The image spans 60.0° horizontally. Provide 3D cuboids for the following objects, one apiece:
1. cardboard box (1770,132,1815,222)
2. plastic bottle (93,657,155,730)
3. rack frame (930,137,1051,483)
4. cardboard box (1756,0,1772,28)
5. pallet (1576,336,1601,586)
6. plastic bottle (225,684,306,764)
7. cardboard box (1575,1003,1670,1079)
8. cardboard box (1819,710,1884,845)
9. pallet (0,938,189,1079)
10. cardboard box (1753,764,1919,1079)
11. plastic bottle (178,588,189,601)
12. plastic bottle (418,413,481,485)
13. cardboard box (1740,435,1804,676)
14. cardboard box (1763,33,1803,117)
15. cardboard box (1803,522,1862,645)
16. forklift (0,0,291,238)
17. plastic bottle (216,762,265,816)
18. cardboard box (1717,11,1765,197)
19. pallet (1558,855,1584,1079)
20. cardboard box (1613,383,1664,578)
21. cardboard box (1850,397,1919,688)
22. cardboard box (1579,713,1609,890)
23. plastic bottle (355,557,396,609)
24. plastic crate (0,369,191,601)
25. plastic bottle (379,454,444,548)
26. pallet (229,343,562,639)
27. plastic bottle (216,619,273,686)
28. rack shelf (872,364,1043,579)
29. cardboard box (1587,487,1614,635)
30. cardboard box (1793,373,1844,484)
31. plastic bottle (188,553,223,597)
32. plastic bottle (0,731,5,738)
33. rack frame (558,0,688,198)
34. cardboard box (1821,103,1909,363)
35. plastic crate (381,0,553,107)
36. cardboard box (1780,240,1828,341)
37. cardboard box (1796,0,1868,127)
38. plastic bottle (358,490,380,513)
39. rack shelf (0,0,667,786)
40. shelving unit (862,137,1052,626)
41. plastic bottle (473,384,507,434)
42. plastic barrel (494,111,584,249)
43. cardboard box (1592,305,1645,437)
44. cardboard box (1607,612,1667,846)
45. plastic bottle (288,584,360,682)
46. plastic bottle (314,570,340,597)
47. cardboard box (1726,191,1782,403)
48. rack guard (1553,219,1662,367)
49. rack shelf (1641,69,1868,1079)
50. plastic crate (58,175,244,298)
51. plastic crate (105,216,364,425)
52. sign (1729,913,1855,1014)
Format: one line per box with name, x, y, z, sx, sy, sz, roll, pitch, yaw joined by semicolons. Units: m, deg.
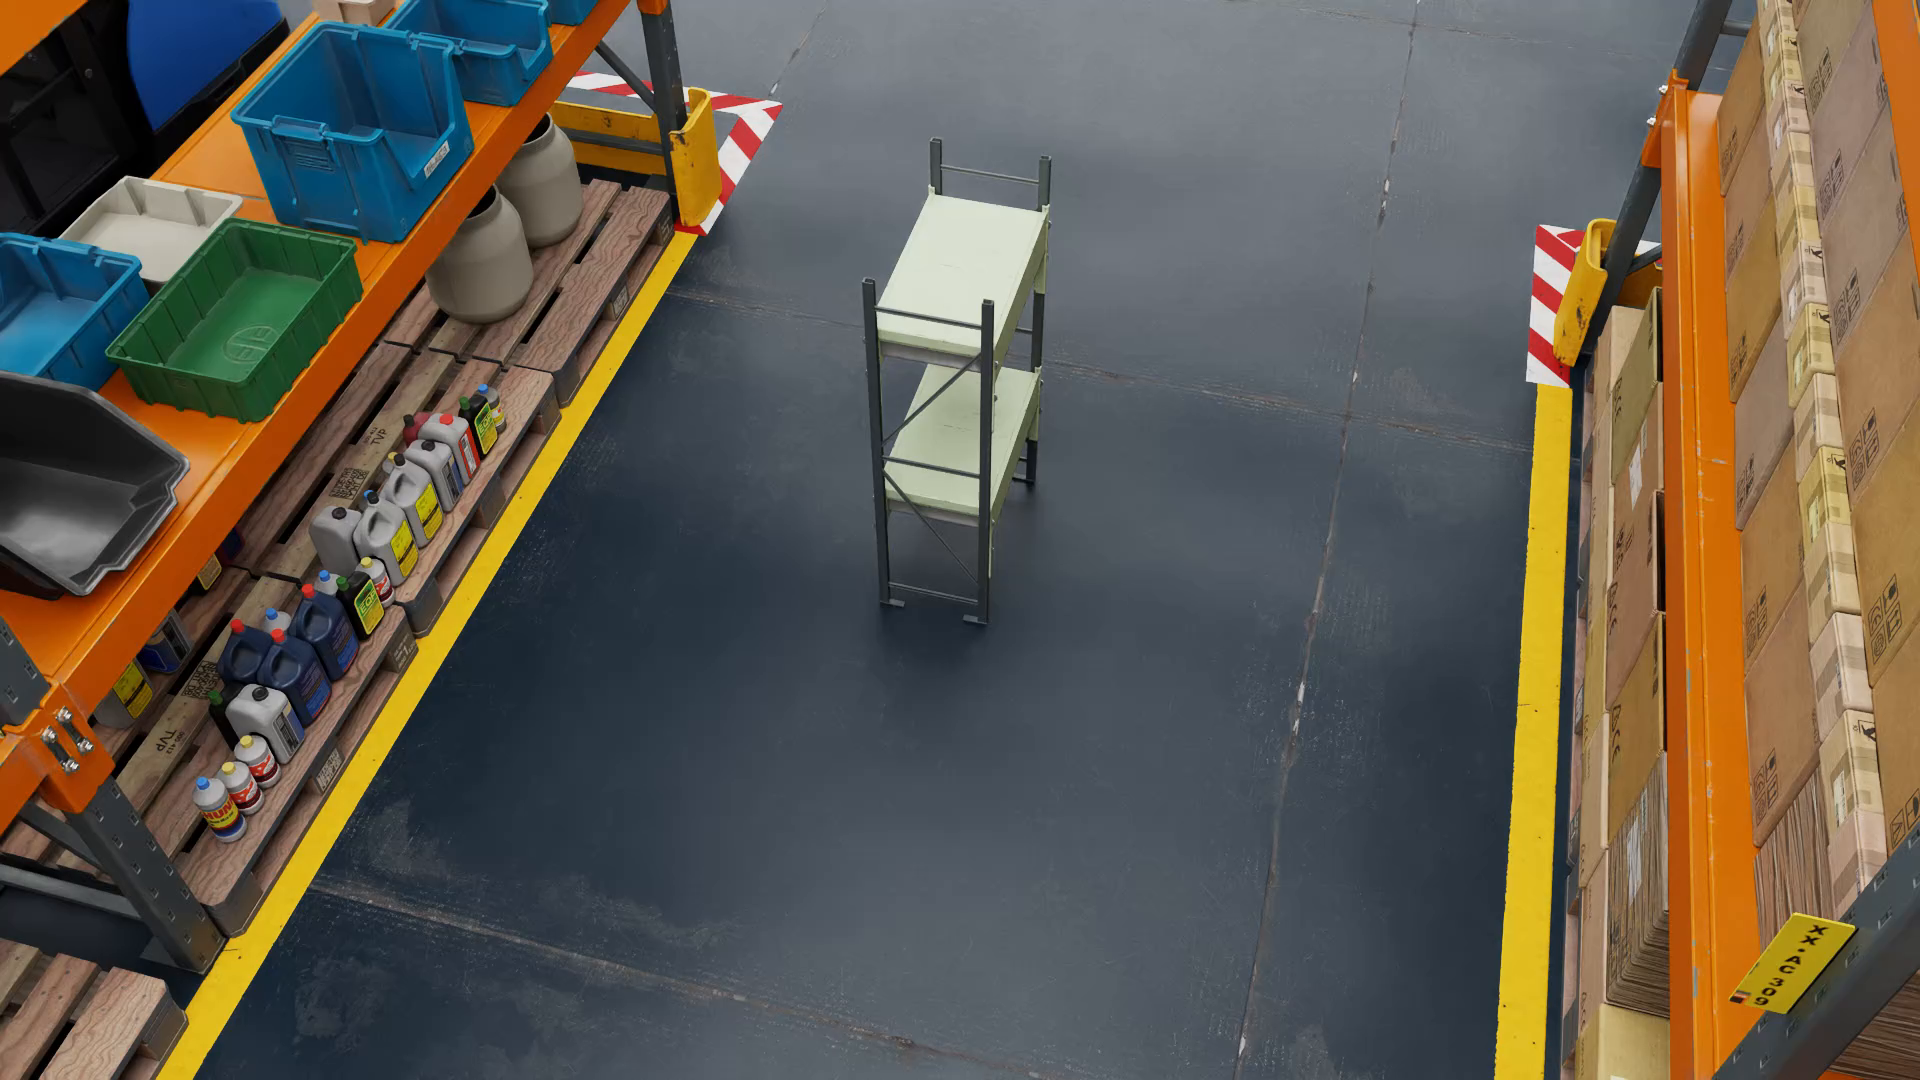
cardboard box;2.480;-0.977;4.612;0.380;0.149;0.250;10;49;9
plastic bottle;-2.739;0.433;5.341;0.144;0.351;0.185;12;50;10
rack frame;0.098;-0.766;5.926;0.400;1.500;0.023;12;50;10
cardboard box;2.750;-1.724;5.271;0.380;0.149;0.250;11;50;10
pallet;2.901;-0.233;6.315;1.003;0.211;1.213;12;50;10
plastic bottle;-2.204;0.568;5.271;0.152;0.276;0.135;13;50;11
cardboard box;1.920;1.568;4.419;0.500;0.250;0.500;12;50;10
cardboard box;1.940;0.511;3.299;0.380;0.149;0.250;11;49;9
pallet;-2.938;1.694;4.614;1.003;0.211;1.213;12;50;10
cardboard box;2.119;0.821;3.458;0.700;0.500;0.500;10;49;9
plastic bottle;-2.742;0.032;5.695;0.144;0.351;0.185;11;50;10
plastic bottle;-1.870;-0.350;6.081;0.152;0.276;0.135;12;50;10
cardboard box;2.388;0.076;4.116;0.700;0.500;0.500;12;50;11
cardboard box;2.616;-1.352;4.943;0.380;0.149;0.250;12;50;10
cardboard box;2.075;0.131;3.635;0.380;0.149;0.250;11;50;10
forklift;-4.242;-2.398;6.411;1.130;2.935;3.031;15;50;13
plastic bottle;-2.236;0.759;5.153;0.097;0.201;0.097;0;49;0
cardboard box;2.926;-1.415;5.432;0.700;0.500;0.500;12;50;10
pallet;2.258;1.532;4.757;1.003;0.211;1.213;12;50;10
cardboard box;2.457;-0.124;5.413;0.500;0.500;0.500;12;50;10
cardboard box;2.251;0.026;3.295;0.700;0.500;0.500;11;50;10
cardboard box;2.178;0.844;5.058;0.500;0.250;0.500;12;50;10
plastic bottle;-2.010;0.138;5.701;0.097;0.201;0.097;0;49;0
plastic crate;-2.509;-0.137;4.412;0.767;0.338;0.504;12;50;10
plastic bottle;-1.946;-0.154;5.858;0.144;0.351;0.185;13;50;12
pallet;-2.233;-0.244;6.325;1.003;0.211;1.213;12;50;10
plastic bottle;-2.295;0.396;5.373;0.144;0.351;0.185;12;50;10
rack shelf;0.002;-0.285;5.936;0.431;0.370;0.720;12;50;10
cardboard box;2.446;0.122;5.696;0.500;0.250;0.500;12;50;10
cardboard box;2.209;-0.229;3.952;0.380;0.149;0.250;13;50;11
plastic bottle;-2.637;0.056;5.719;0.061;0.283;0.133;12;50;10
plastic bottle;-2.974;0.652;5.247;0.097;0.201;0.097;0;49;0
rack frame;-1.716;-2.697;6.630;1.000;3.000;0.127;12;50;10
cardboard box;2.515;-0.698;3.933;0.700;0.500;0.500;12;50;10
plastic crate;-1.736;-1.759;5.901;0.499;0.251;0.408;12;50;10
cardboard box;2.345;-0.612;4.290;0.380;0.149;0.250;12;50;10
cardboard box;2.779;-1.425;4.575;0.700;0.500;0.500;10;49;9
plastic bottle;-2.074;-0.096;5.907;0.097;0.201;0.097;0;49;0
rack shelf;-2.243;-1.013;5.623;1.077;0.370;4.000;12;50;10
shelving unit;0.002;-0.501;5.692;0.431;1.500;0.755;12;50;10
plastic bottle;-1.777;-0.502;6.265;0.097;0.201;0.097;0;49;0
plastic barrel;-1.816;-1.522;6.972;0.421;0.512;0.421;0;49;0
cardboard box;2.706;-0.602;6.335;0.500;0.250;0.500;12;50;10
cardboard box;2.191;0.599;4.775;0.500;0.500;0.500;12;50;10
plastic bottle;-2.107;0.288;5.468;0.144;0.351;0.185;10;49;8
plastic bottle;-2.104;0.201;5.598;0.097;0.271;0.097;0;49;0
cardboard box;2.656;-0.676;4.780;0.700;0.500;0.500;12;50;10
rack guard;3.068;-0.907;6.717;1.175;0.500;0.348;12;50;10
rack shelf;2.535;-0.033;4.758;1.077;0.370;4.000;12;50;10
plastic crate;-2.586;-0.941;5.256;0.530;0.136;0.437;12;50;10
plastic crate;-2.140;-0.660;4.973;0.450;0.188;0.662;12;50;10
sign;1.473;0.755;2.953;0.100;0.325;0.005;12;50;10
